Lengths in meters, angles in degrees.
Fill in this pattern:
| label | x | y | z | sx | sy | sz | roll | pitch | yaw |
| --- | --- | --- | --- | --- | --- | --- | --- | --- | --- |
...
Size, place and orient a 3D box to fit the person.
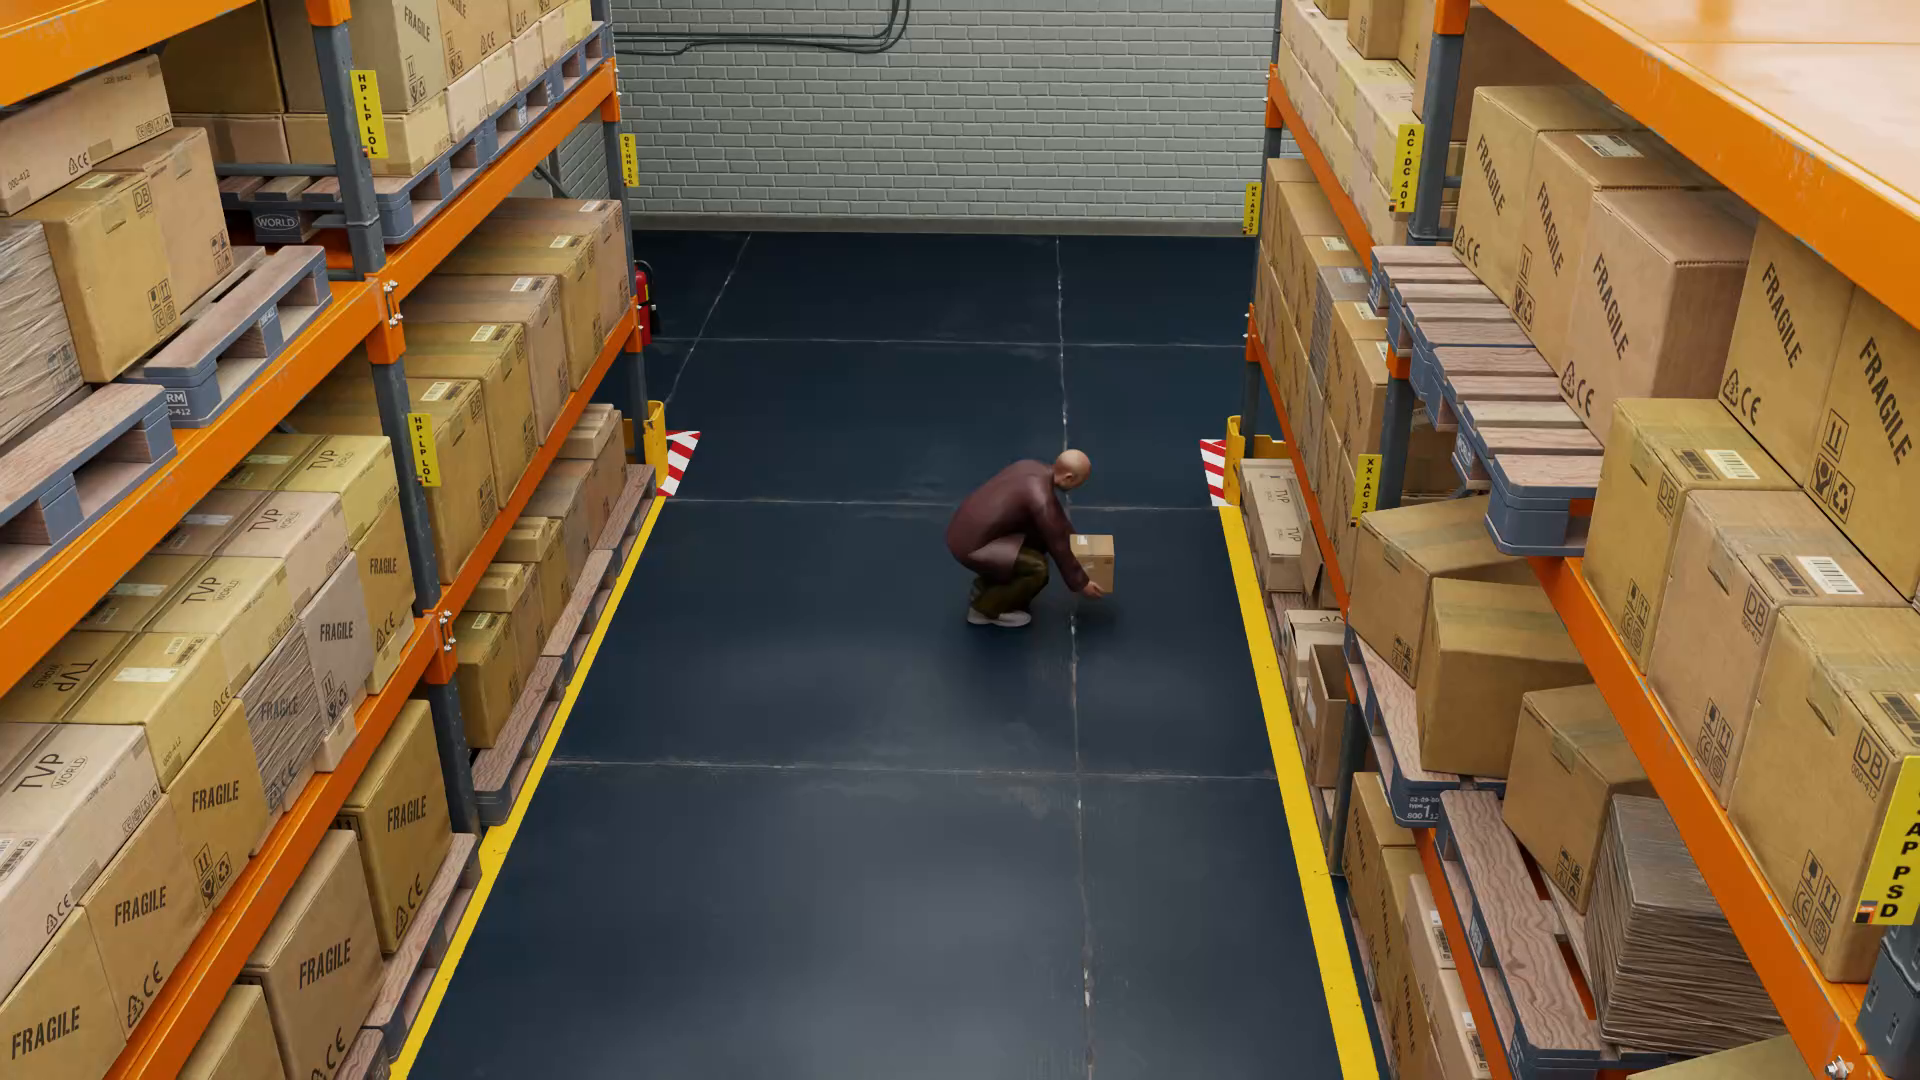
| label | x | y | z | sx | sy | sz | roll | pitch | yaw |
| --- | --- | --- | --- | --- | --- | --- | --- | --- | --- |
| person | 0.372 | -0.036 | 9.537 | 0.918 | 1.010 | 0.611 | 1 | 28 | 2 |
